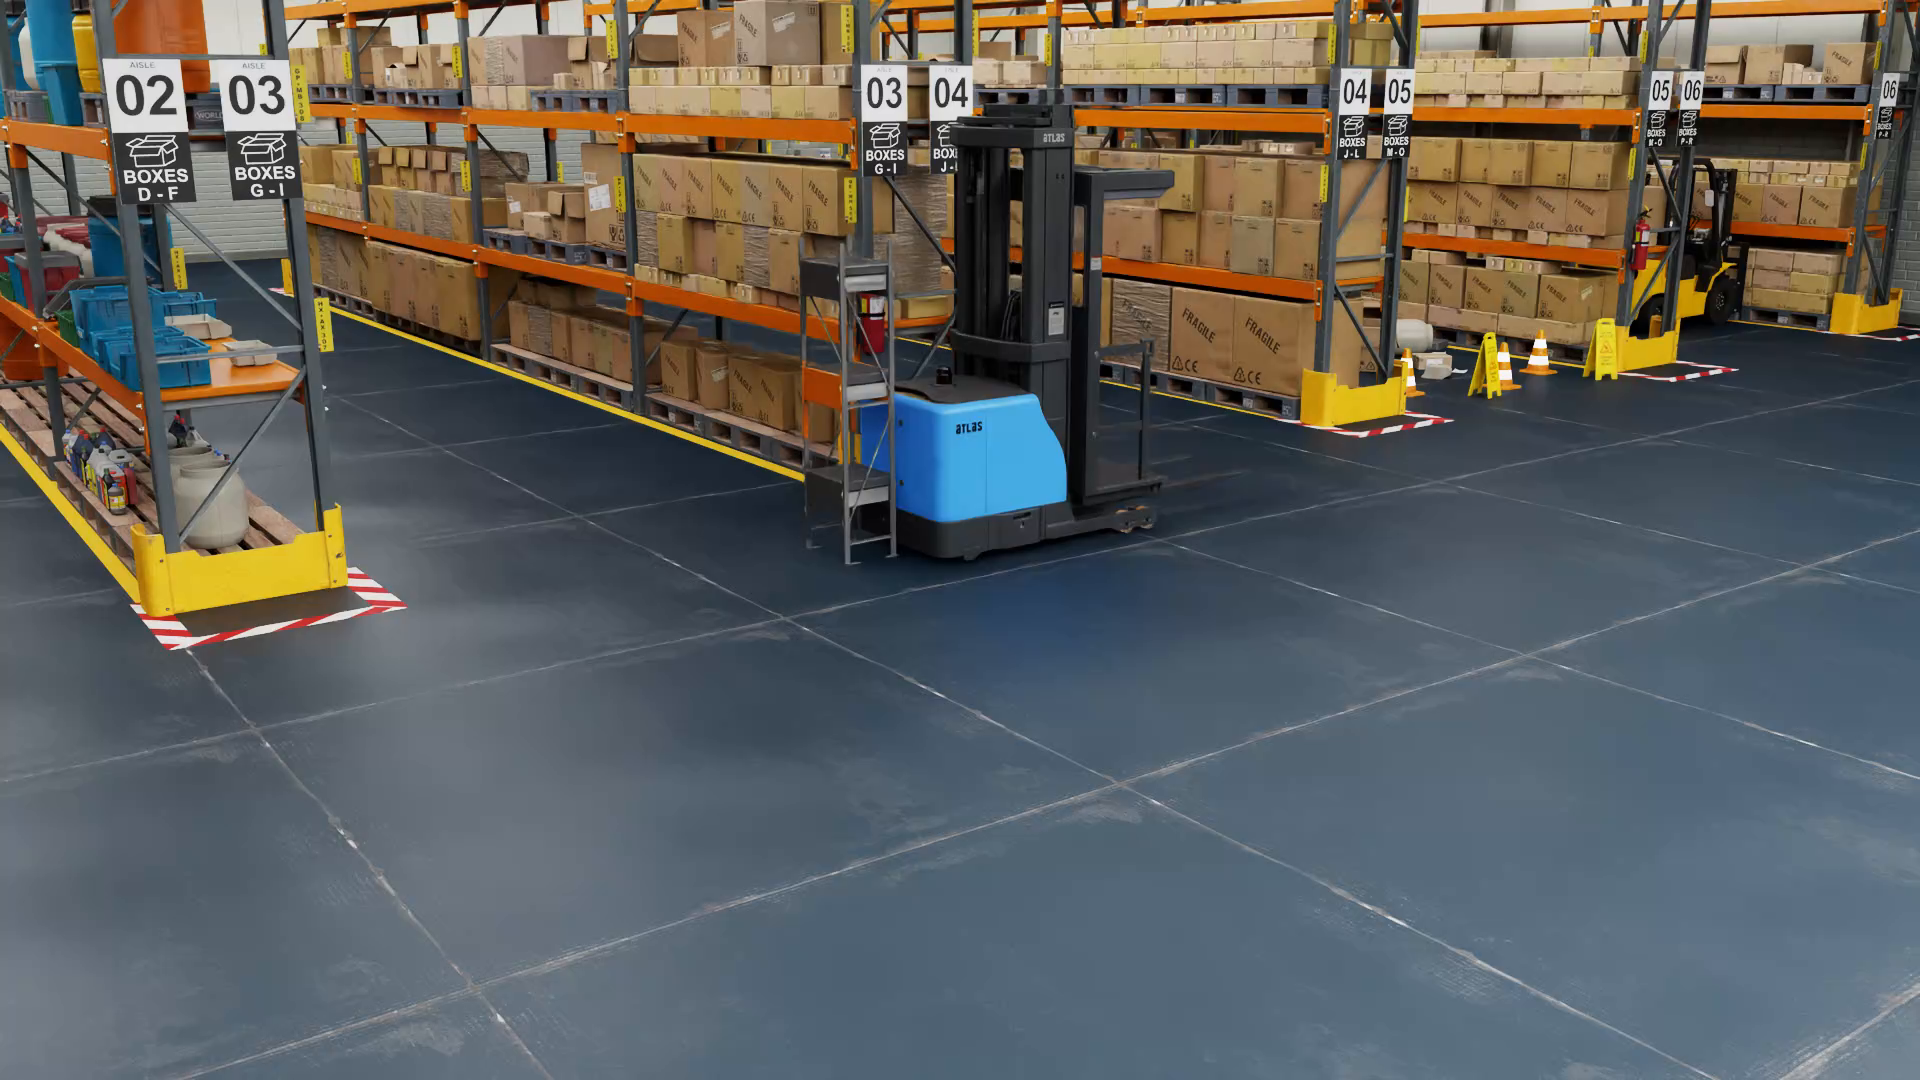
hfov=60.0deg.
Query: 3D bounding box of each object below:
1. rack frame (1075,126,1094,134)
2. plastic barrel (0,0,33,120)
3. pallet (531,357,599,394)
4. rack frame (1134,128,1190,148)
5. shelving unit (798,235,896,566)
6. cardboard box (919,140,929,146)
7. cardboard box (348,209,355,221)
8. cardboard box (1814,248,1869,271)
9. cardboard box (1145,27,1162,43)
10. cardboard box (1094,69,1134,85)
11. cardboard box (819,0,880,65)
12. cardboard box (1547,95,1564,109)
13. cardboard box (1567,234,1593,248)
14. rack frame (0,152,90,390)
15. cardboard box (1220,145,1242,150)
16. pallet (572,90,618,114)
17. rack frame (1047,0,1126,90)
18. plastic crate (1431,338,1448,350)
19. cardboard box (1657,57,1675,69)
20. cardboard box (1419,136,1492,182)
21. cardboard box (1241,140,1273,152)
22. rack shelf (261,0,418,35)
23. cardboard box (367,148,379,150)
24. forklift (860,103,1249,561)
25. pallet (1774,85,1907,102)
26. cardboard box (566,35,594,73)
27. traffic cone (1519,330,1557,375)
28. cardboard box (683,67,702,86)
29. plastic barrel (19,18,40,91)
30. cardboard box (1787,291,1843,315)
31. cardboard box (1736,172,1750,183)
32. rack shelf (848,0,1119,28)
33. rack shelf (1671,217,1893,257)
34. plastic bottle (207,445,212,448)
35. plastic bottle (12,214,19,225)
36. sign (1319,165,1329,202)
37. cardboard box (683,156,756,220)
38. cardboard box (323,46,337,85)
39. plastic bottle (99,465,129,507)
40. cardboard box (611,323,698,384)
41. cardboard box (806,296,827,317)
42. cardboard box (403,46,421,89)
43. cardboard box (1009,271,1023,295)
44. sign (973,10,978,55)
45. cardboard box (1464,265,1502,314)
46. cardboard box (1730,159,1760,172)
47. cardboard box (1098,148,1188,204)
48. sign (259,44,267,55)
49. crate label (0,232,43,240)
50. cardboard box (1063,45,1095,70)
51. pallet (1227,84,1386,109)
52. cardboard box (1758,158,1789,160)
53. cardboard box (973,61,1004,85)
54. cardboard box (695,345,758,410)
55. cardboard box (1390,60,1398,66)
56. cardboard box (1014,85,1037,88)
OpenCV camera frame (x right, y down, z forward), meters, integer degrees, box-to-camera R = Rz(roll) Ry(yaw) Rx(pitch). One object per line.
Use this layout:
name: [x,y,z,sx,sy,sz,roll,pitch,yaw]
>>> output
rack frame: [2.278,-7.594,33.641,1.000,3.000,0.127,-11,19,-35]
plastic barrel: [-7.176,-3.717,12.843,0.600,0.901,0.708,-11,19,-35]
pallet: [-3.876,-1.804,17.768,1.003,0.211,1.213,-11,19,-35]
rack frame: [2.969,-5.115,24.582,1.000,3.000,0.127,-11,19,-35]
shelving unit: [-0.739,-0.925,10.978,0.431,2.100,0.503,-11,19,-35]
cardboard box: [-0.483,-6.774,28.561,0.500,0.500,0.500,-11,19,-34]
cardboard box: [-7.995,-4.379,22.369,0.380,0.149,0.250,-10,18,-33]
cardboard box: [11.556,-3.668,21.816,0.500,0.250,0.500,-11,19,-35]
cardboard box: [2.064,-5.030,16.569,0.380,0.149,0.250,-11,19,-35]
cardboard box: [1.614,-4.808,17.270,0.380,0.149,0.250,-11,19,-35]
cardboard box: [-0.998,-4.107,13.517,0.500,0.500,0.500,-11,19,-35]
cardboard box: [6.840,-4.939,18.735,0.380,0.149,0.250,-11,19,-34]
cardboard box: [7.041,-3.369,18.679,0.380,0.149,0.250,-11,19,-35]
rack frame: [-9.054,-2.808,16.153,1.000,3.000,0.127,-11,19,-35]
cardboard box: [5.038,-6.742,29.543,0.700,0.500,0.500,-11,19,-34]
pallet: [-2.972,-4.227,16.012,1.213,0.211,1.003,-11,19,-35]
rack frame: [1.376,-6.364,17.783,1.000,3.000,0.127,-11,19,-35]
plastic crate: [5.580,-2.390,20.156,0.583,0.080,0.402,10,18,33]
cardboard box: [7.628,-5.224,18.265,0.380,0.149,0.250,-11,19,-35]
cardboard box: [5.960,-4.583,19.992,0.700,0.500,0.500,-11,19,-36]
cardboard box: [4.159,-5.516,23.272,0.380,0.149,0.250,-12,19,-37]
rack shelf: [-8.575,-7.211,22.999,1.077,0.370,4.000,-11,19,-35]
cardboard box: [-8.067,-5.222,23.274,0.500,0.500,0.500,-12,19,-36]
forklift: [0.790,-1.562,11.731,3.031,2.935,1.130,-11,19,-35]
pallet: [11.290,-5.737,21.340,1.003,0.211,1.213,-11,19,-35]
cardboard box: [-3.976,-5.034,17.467,0.500,0.500,0.500,-10,18,-34]
traffic cone: [6.376,-2.074,18.279,0.336,0.463,0.334,-11,19,-35]
cardboard box: [-2.135,-3.948,14.167,0.380,0.149,0.250,-11,19,-36]
plastic barrel: [-6.608,-3.534,12.118,0.421,0.512,0.421,0,15,0]
cardboard box: [11.153,-3.105,21.653,0.500,0.250,0.500,-11,19,-34]
cardboard box: [10.481,-4.840,22.158,0.380,0.149,0.250,-11,19,-34]
rack shelf: [0.200,-6.251,19.491,1.077,0.370,4.000,-11,19,-35]
rack shelf: [10.509,-4.258,22.813,1.077,0.370,4.000,-11,19,-35]
plastic bottle: [-5.543,-0.569,12.308,0.097,0.271,0.097,0,15,0]
plastic bottle: [-10.601,-3.493,18.748,0.144,0.351,0.185,-11,19,-35]
sign: [3.281,-3.208,14.973,0.100,0.325,0.005,-11,19,-35]
cardboard box: [-2.048,-3.047,14.382,0.500,0.500,0.500,-11,19,-35]
cardboard box: [-8.221,-6.450,22.603,0.700,0.500,0.500,-10,18,-32]
plastic bottle: [-5.910,-0.380,11.609,0.152,0.276,0.135,-11,19,-34]
cardboard box: [-3.039,-1.863,16.604,0.700,0.500,0.500,-13,20,-39]
cardboard box: [-1.013,-1.875,13.220,0.380,0.149,0.250,-11,19,-35]
cardboard box: [-6.266,-5.709,20.078,0.797,0.503,0.637,-11,19,-35]
cardboard box: [0.938,-2.707,19.250,1.050,0.750,0.750,-11,19,-35]
sign: [0.095,-3.821,12.517,0.100,0.325,0.005,-11,19,-35]
cardboard box: [6.390,-2.995,19.829,0.500,0.500,0.500,-11,19,-36]
cardboard box: [10.473,-4.983,22.119,0.380,0.149,0.250,-10,18,-33]
cardboard box: [1.982,-3.880,17.742,0.875,0.550,0.550,-11,19,-35]
sign: [-10.204,-7.107,24.371,0.100,0.325,0.005,-11,19,-35]
crate label: [-8.688,-2.571,15.220,0.502,0.435,0.616,-11,19,-35]
cardboard box: [1.437,-5.092,17.551,0.500,0.250,0.500,-11,19,-34]
pallet: [3.283,-4.177,15.643,1.003,0.211,1.213,-11,19,-35]
cardboard box: [10.984,-5.081,22.478,0.380,0.149,0.250,-11,19,-36]
cardboard box: [0.472,-5.325,18.969,0.500,0.250,0.500,-11,19,-35]
cardboard box: [-2.150,-1.507,15.338,0.500,0.500,0.500,-5,16,-17]
cardboard box: [5.418,-5.802,20.376,0.380,0.149,0.250,-10,18,-33]
cardboard box: [1.078,-7.181,26.096,0.380,0.166,0.250,-12,20,-38]
